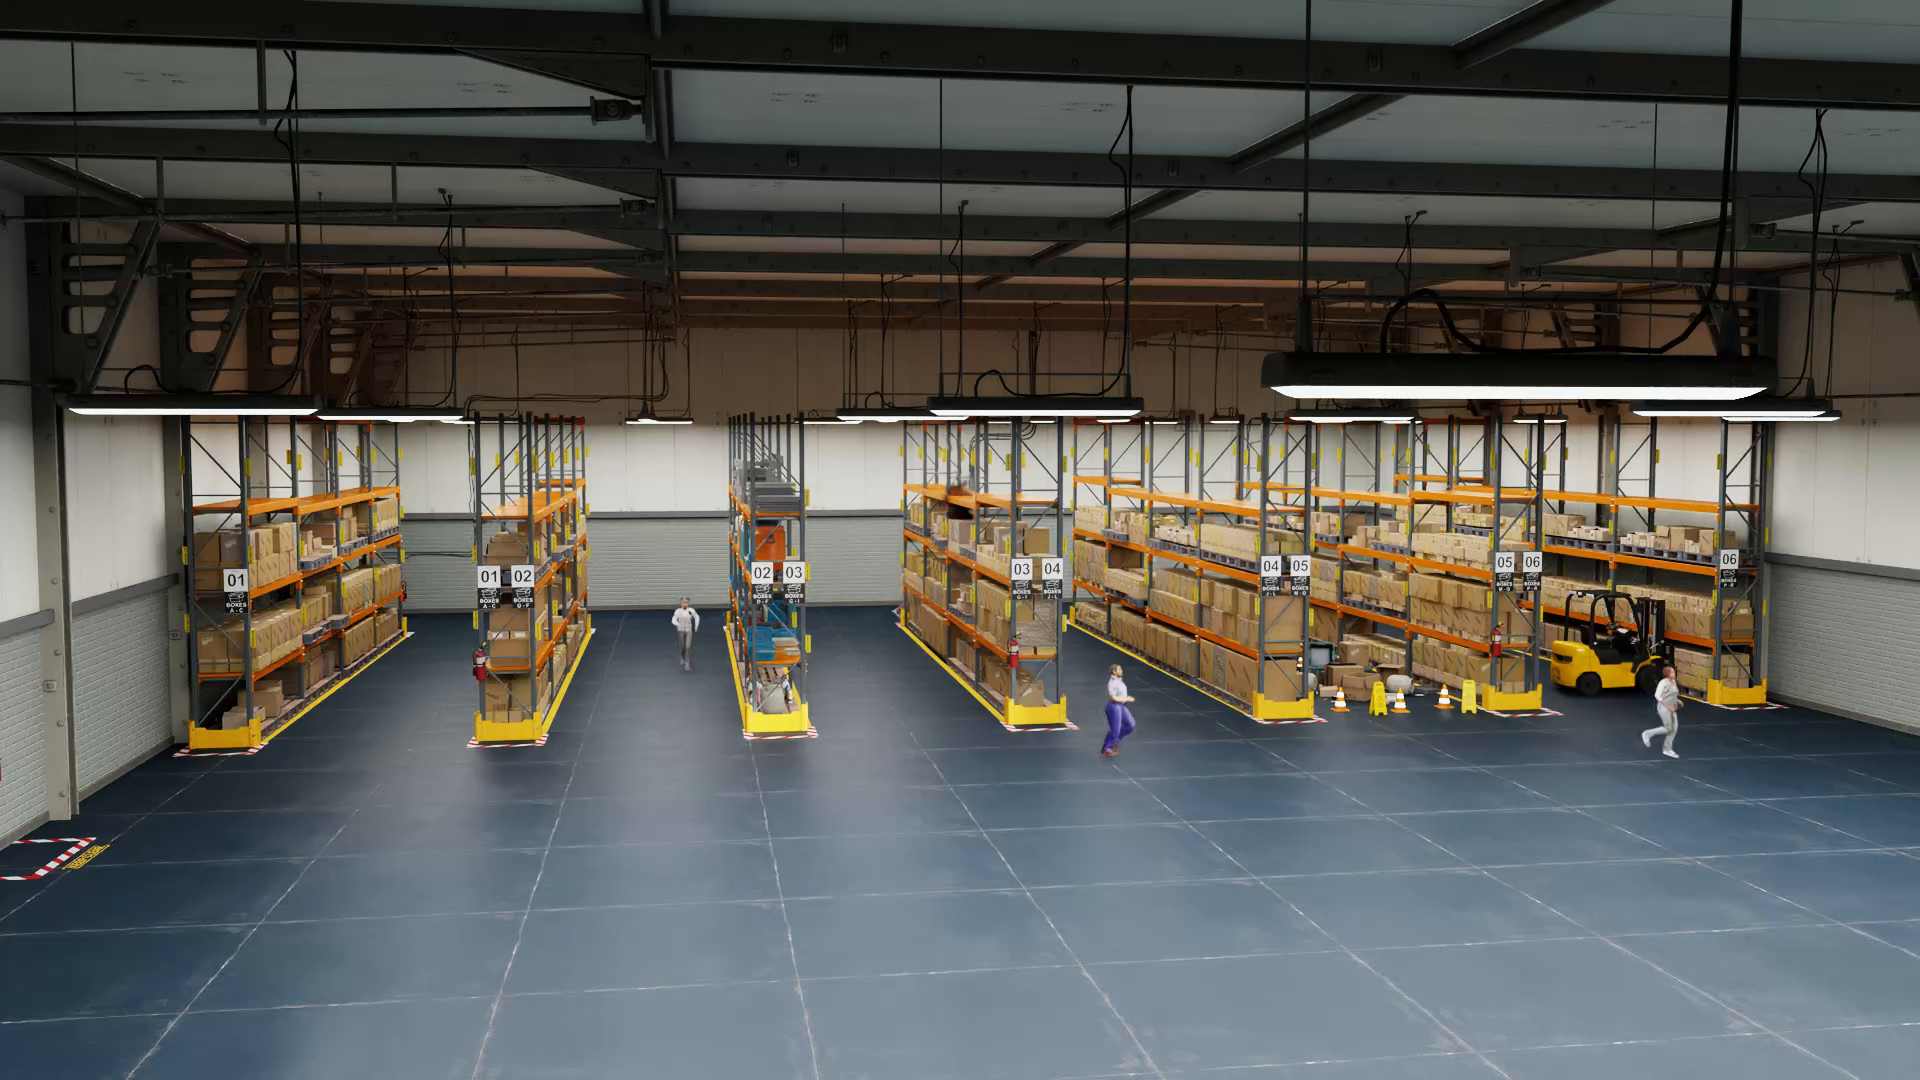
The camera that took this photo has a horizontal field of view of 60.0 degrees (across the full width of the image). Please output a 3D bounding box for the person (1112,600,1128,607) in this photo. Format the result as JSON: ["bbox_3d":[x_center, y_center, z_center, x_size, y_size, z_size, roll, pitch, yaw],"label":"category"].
[{"bbox_3d":[4.878,1.439,50.029,0.818,1.806,0.667,0,4,-3],"label":"person"}]

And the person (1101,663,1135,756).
[{"bbox_3d":[2.751,2.950,28.897,0.601,1.597,0.581,2,4,22],"label":"person"}]

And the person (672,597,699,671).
[{"bbox_3d":[-6.512,2.198,39.449,0.634,1.718,0.826,0,4,-7],"label":"person"}]

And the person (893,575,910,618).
[{"bbox_3d":[-1.538,1.561,49.038,0.881,1.676,0.565,1,4,11],"label":"person"}]

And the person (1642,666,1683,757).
[{"bbox_3d":[12.300,2.977,29.065,0.539,1.579,0.614,-3,5,-39],"label":"person"}]
